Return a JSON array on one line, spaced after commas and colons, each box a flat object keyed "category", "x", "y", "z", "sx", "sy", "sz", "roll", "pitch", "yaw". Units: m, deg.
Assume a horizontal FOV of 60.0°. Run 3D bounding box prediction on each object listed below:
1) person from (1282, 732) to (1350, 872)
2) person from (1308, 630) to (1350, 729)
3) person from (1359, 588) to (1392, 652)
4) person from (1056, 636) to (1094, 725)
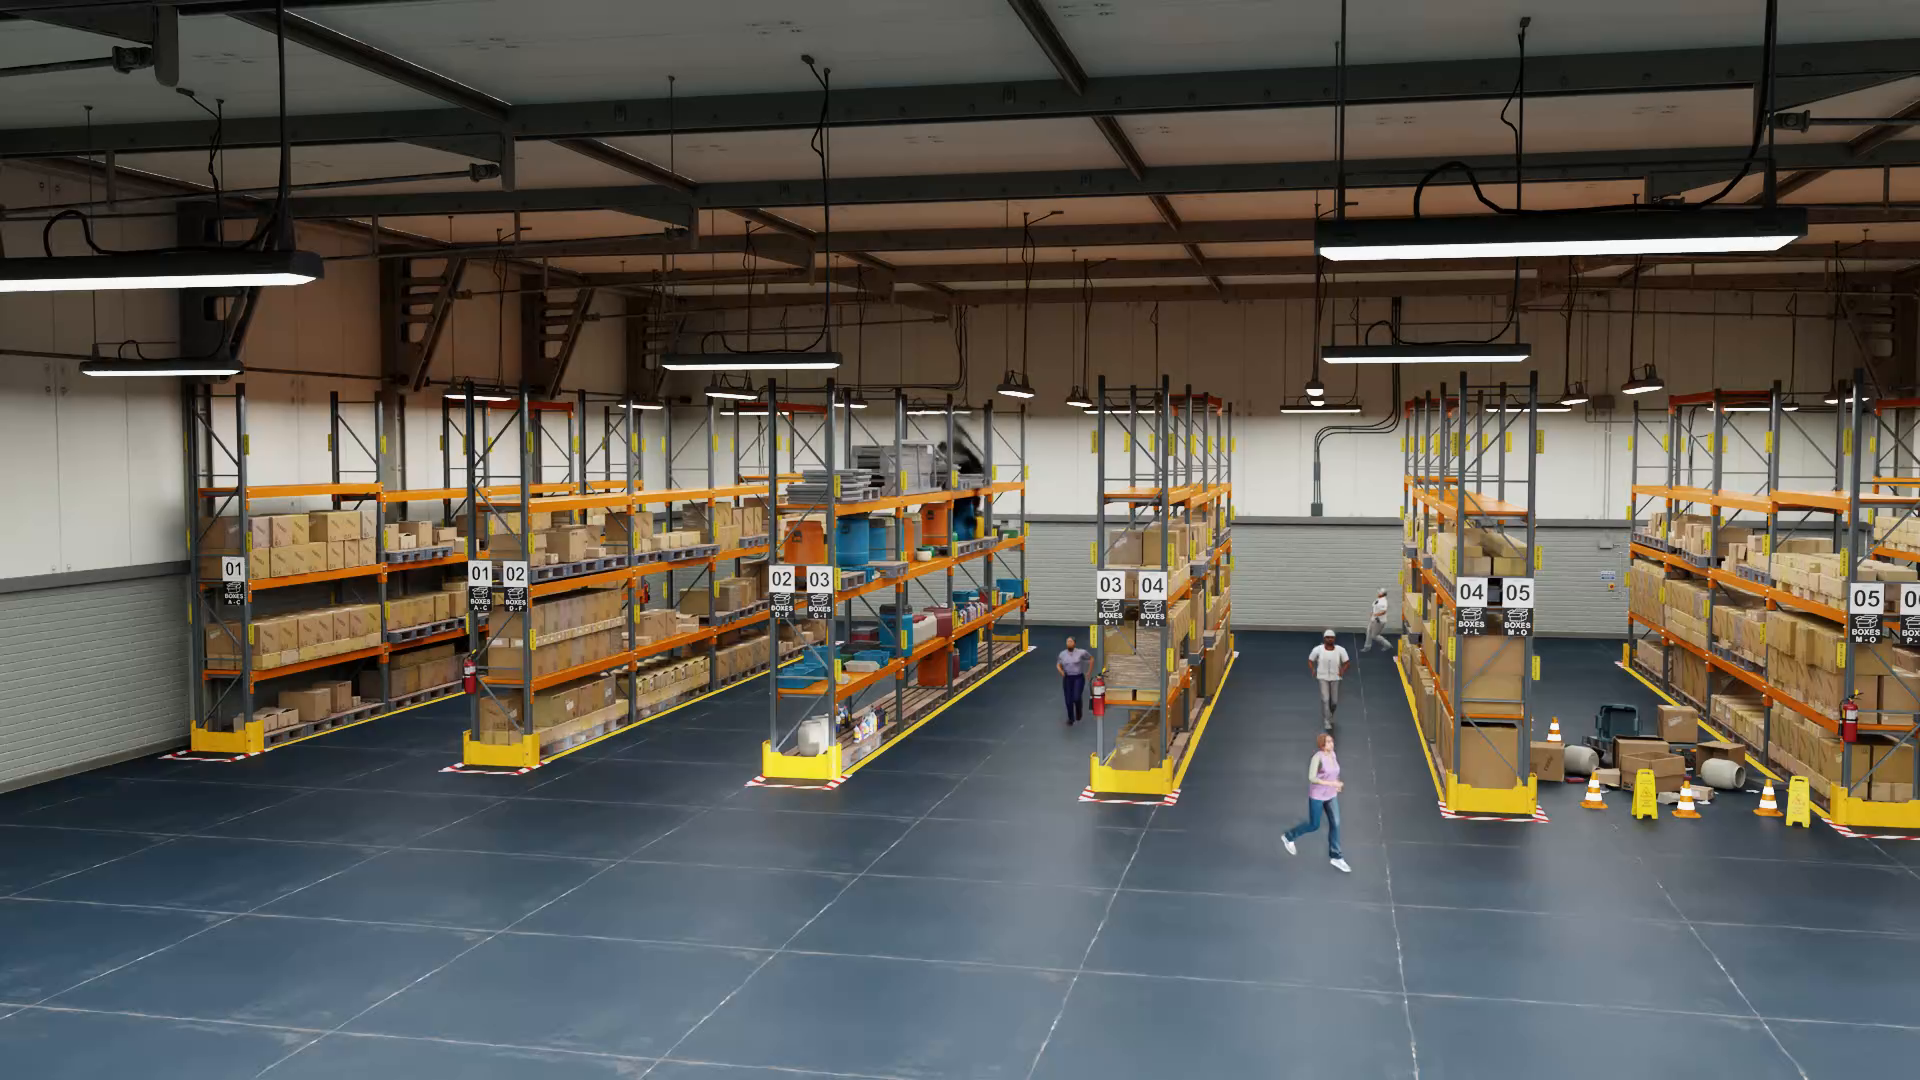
[{"category": "person", "x": 4.274, "y": 3.073, "z": 19.783, "sx": 0.550, "sy": 1.603, "sz": 0.882, "roll": -3, "pitch": 4, "yaw": -39}, {"category": "person", "x": 6.519, "y": 2.453, "z": 29.390, "sx": 0.730, "sy": 1.741, "sz": 0.715, "roll": 0, "pitch": 3, "yaw": 7}, {"category": "person", "x": 9.949, "y": 1.931, "z": 39.781, "sx": 0.750, "sy": 1.612, "sz": 0.728, "roll": 1, "pitch": 3, "yaw": 11}, {"category": "person", "x": 2.023, "y": 2.511, "z": 29.558, "sx": 0.628, "sy": 1.601, "sz": 0.697, "roll": 1, "pitch": 3, "yaw": 17}]
